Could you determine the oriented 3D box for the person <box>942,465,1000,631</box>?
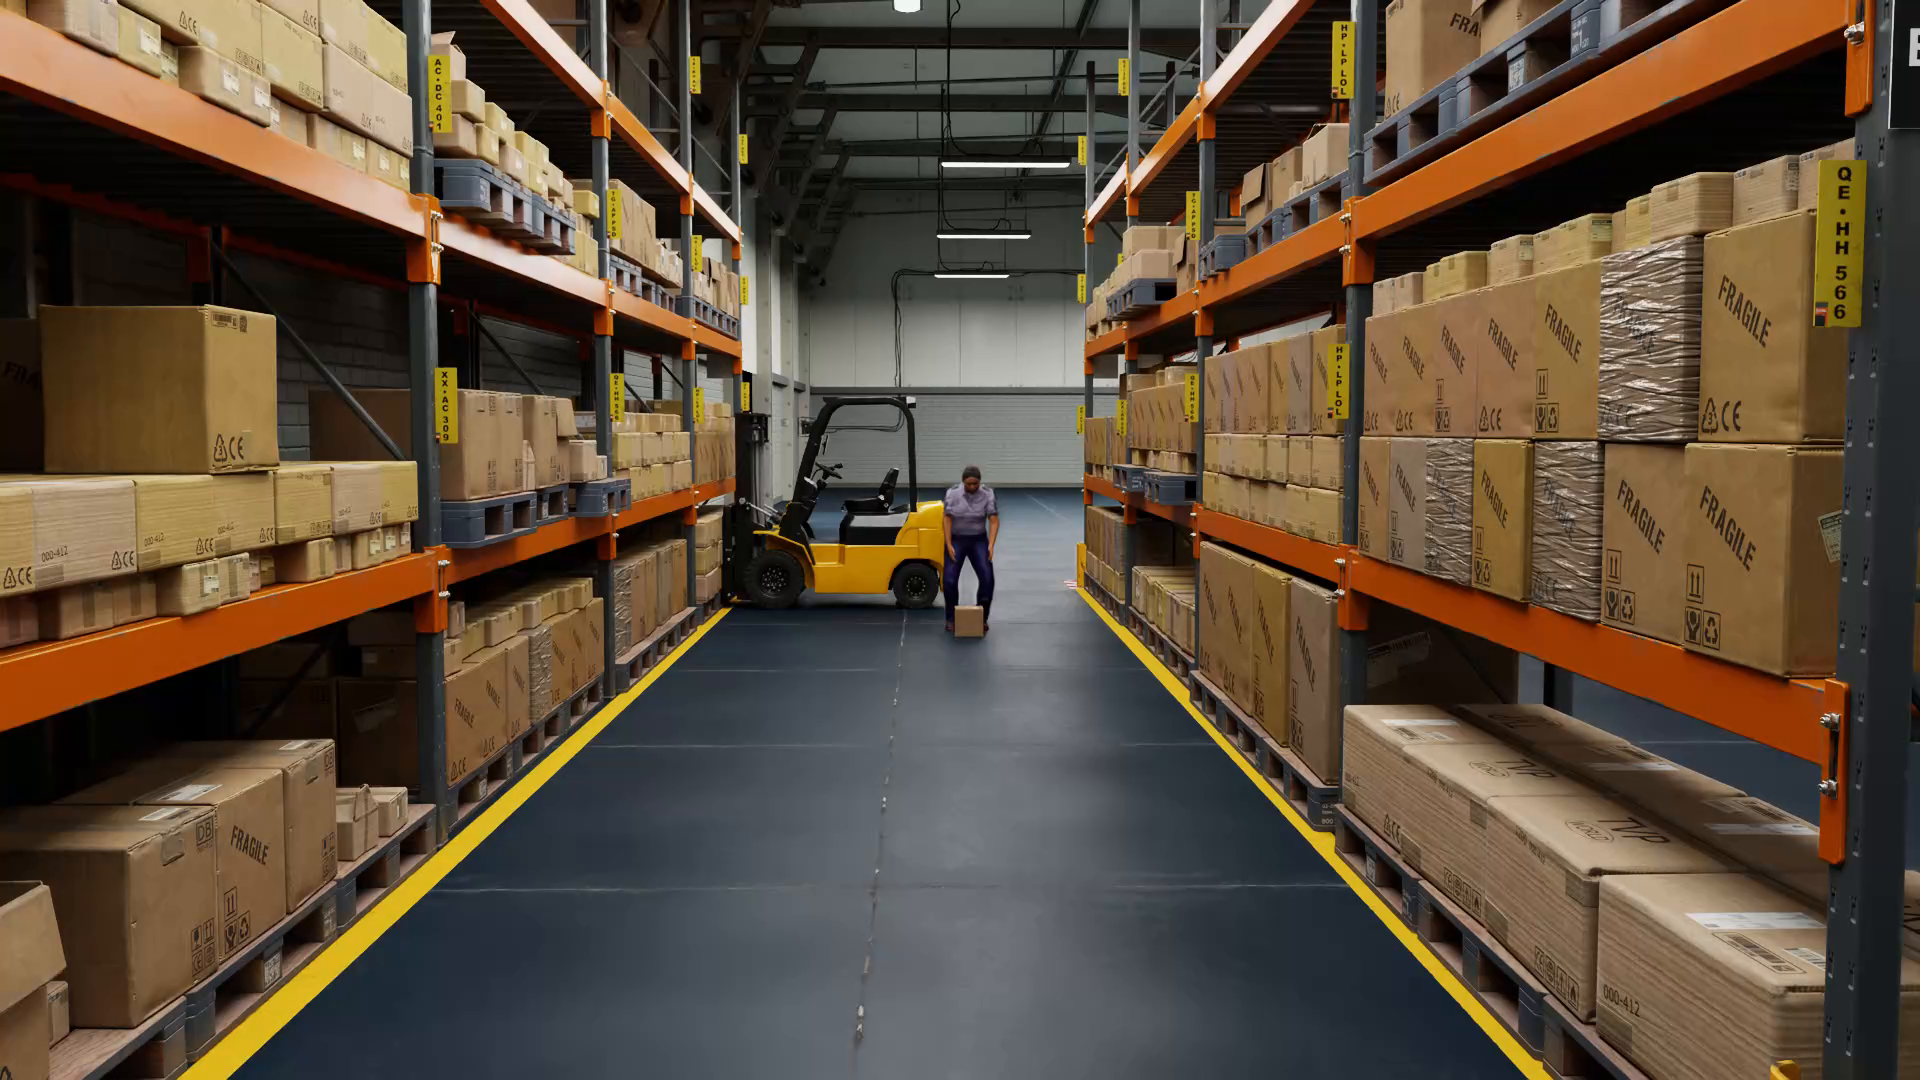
[{"bbox_3d":[0.098,0.071,15.179,0.522,1.511,0.529,0,4,0],"label":"person"}]
